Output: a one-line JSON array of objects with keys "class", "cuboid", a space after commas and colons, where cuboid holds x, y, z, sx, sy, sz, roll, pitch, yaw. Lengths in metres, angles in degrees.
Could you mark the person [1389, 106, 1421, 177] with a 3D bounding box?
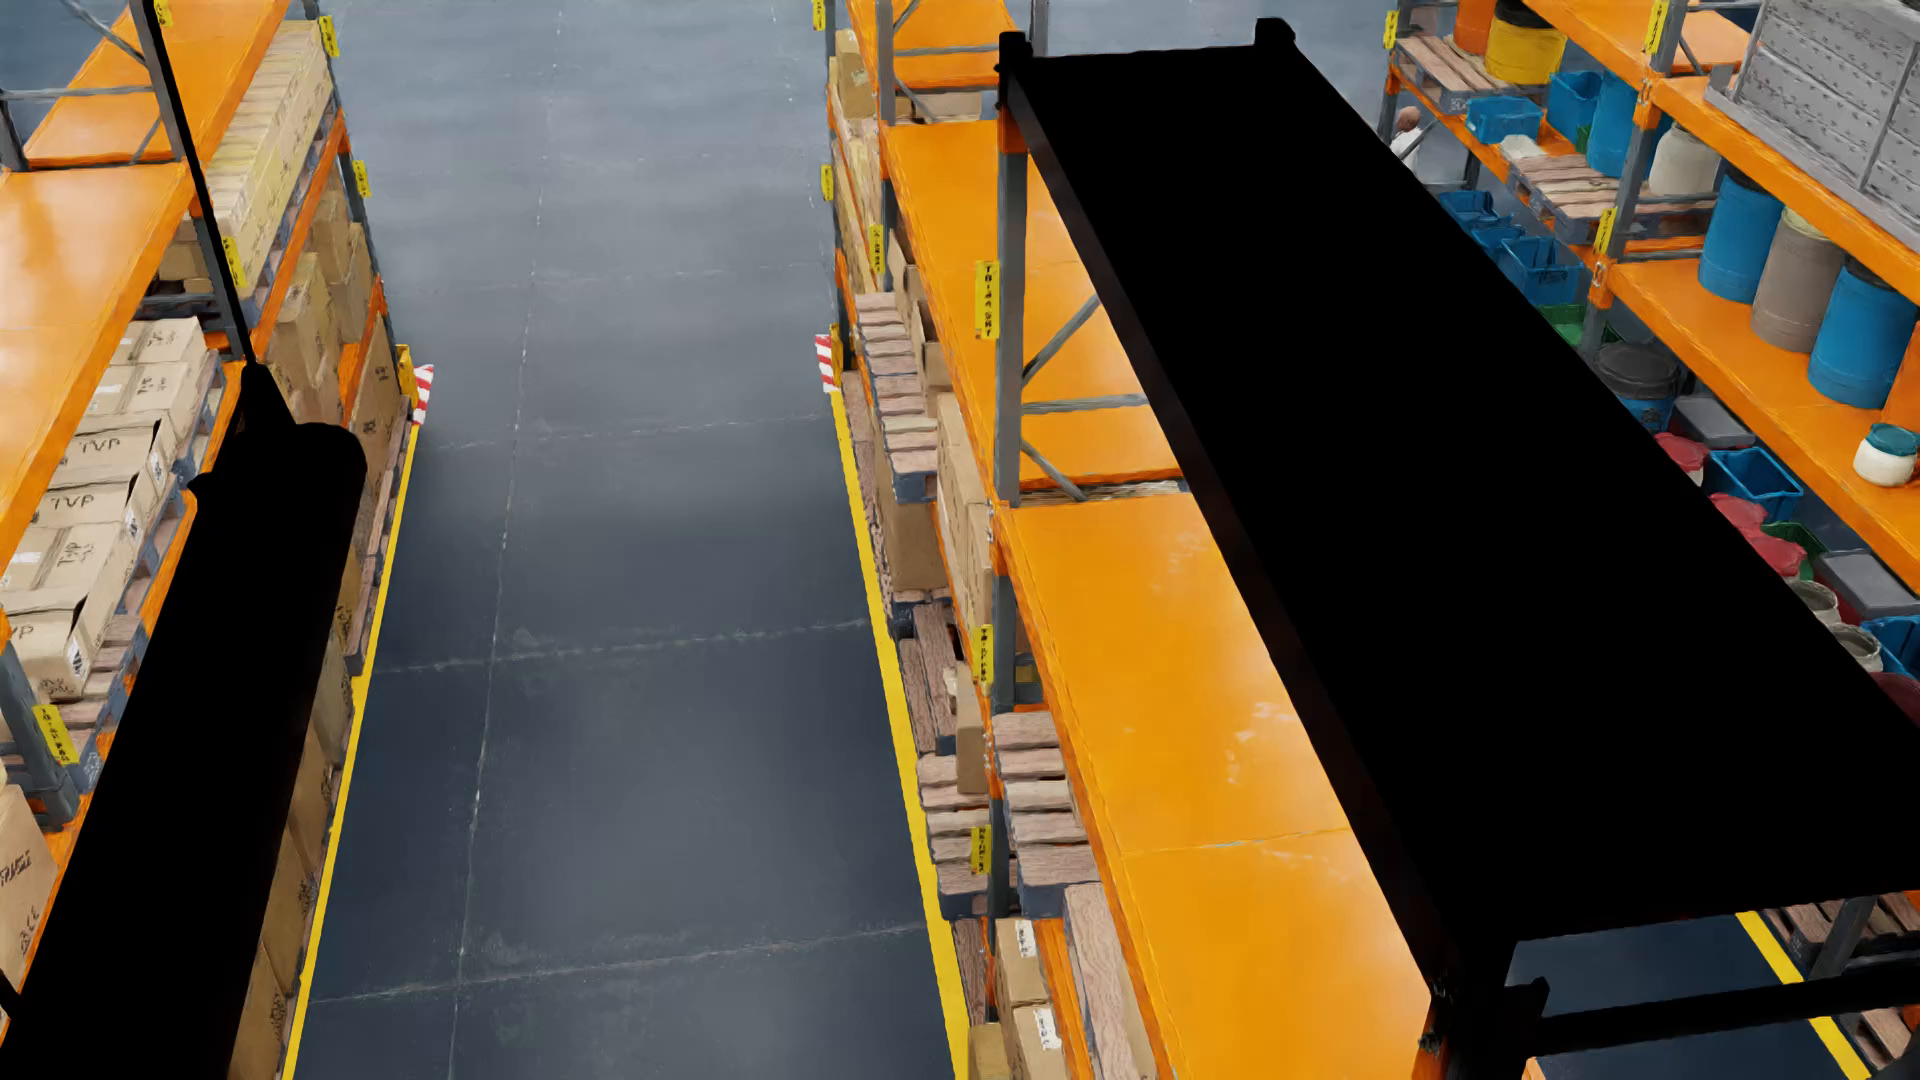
[{"class": "person", "cuboid": [4.381, -3.479, 16.666, 0.575, 1.771, 0.761, 15, 39, 19]}]
